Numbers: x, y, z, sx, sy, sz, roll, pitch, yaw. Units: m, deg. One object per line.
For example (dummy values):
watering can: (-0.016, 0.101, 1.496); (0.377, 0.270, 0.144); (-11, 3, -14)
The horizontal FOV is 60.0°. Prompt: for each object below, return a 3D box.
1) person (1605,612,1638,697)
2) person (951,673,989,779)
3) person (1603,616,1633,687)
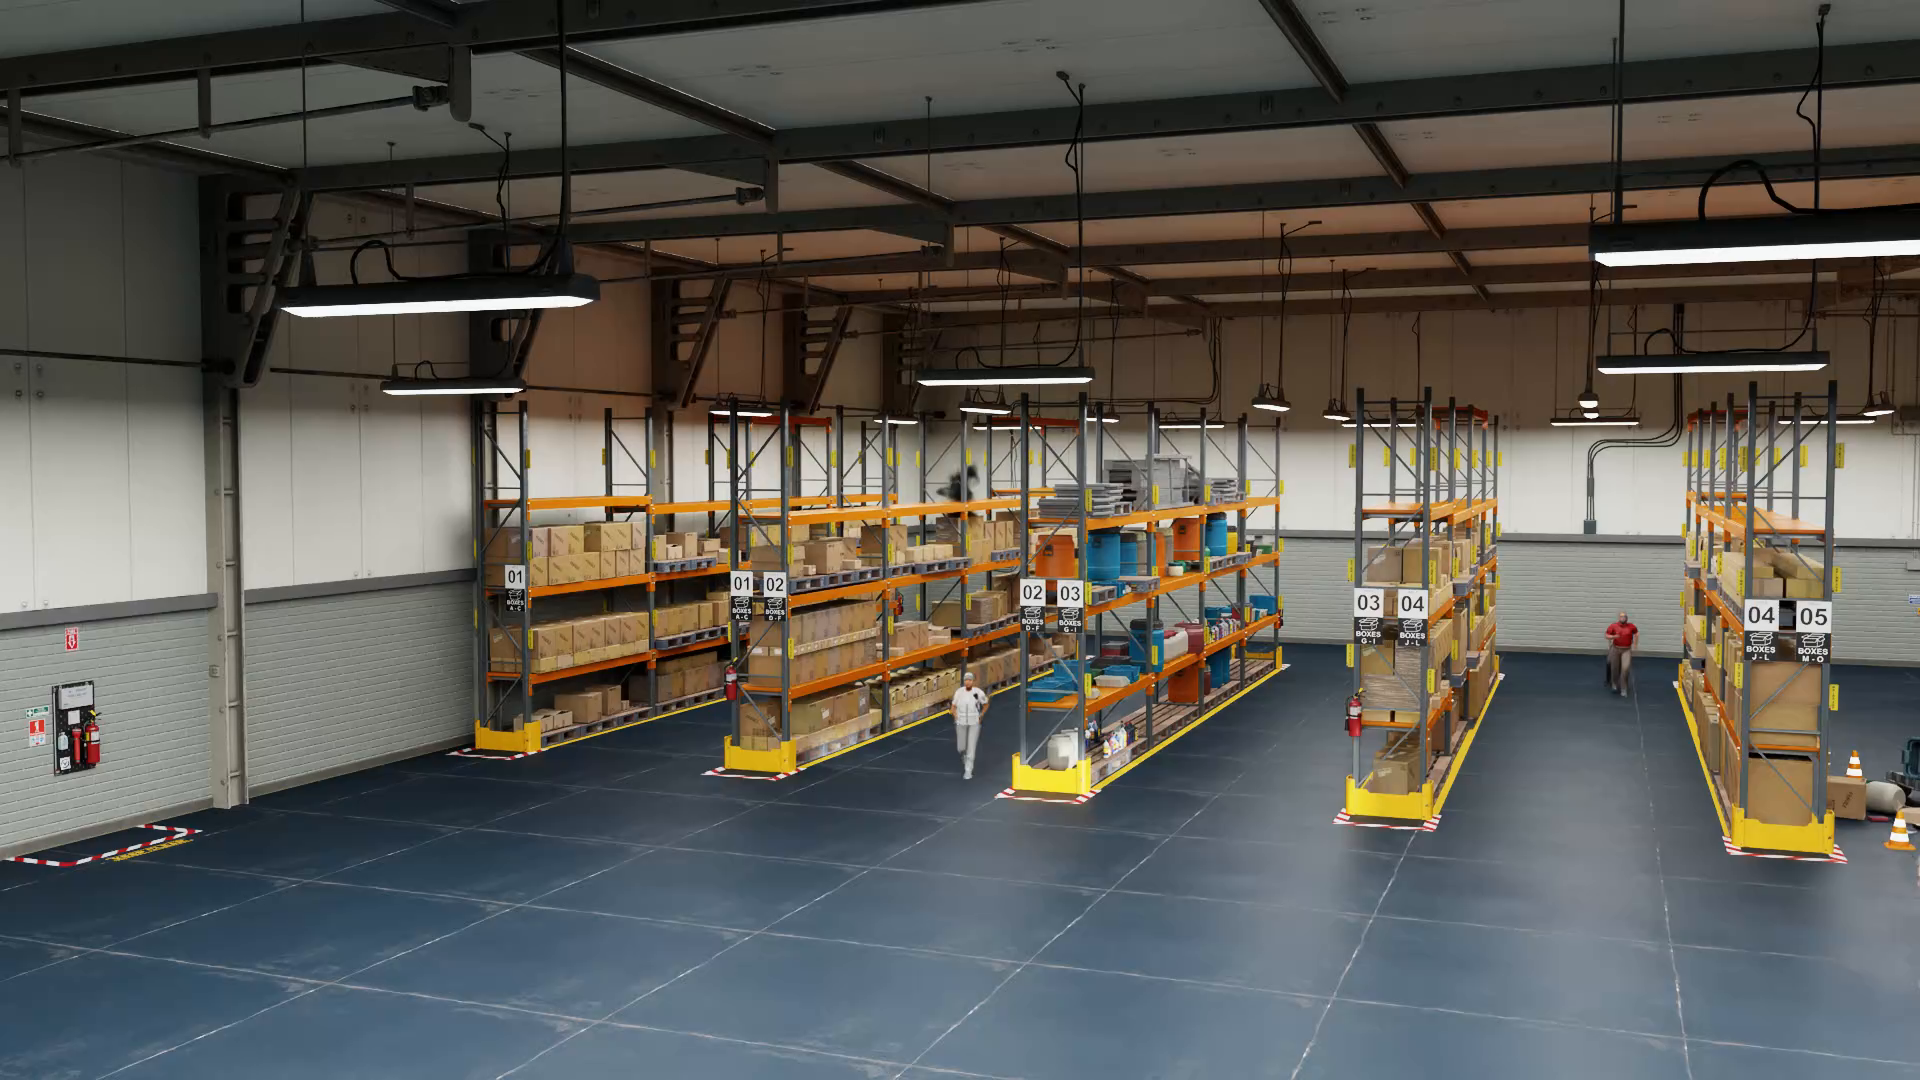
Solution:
person: (14.069, 2.414, 35.411); (0.631, 1.791, 0.863); (1, 3, 24)
person: (0.153, 2.916, 26.366); (0.609, 1.642, 0.731); (0, 3, 8)
person: (14.450, 2.435, 36.457); (0.623, 1.629, 0.638); (2, 3, 36)
